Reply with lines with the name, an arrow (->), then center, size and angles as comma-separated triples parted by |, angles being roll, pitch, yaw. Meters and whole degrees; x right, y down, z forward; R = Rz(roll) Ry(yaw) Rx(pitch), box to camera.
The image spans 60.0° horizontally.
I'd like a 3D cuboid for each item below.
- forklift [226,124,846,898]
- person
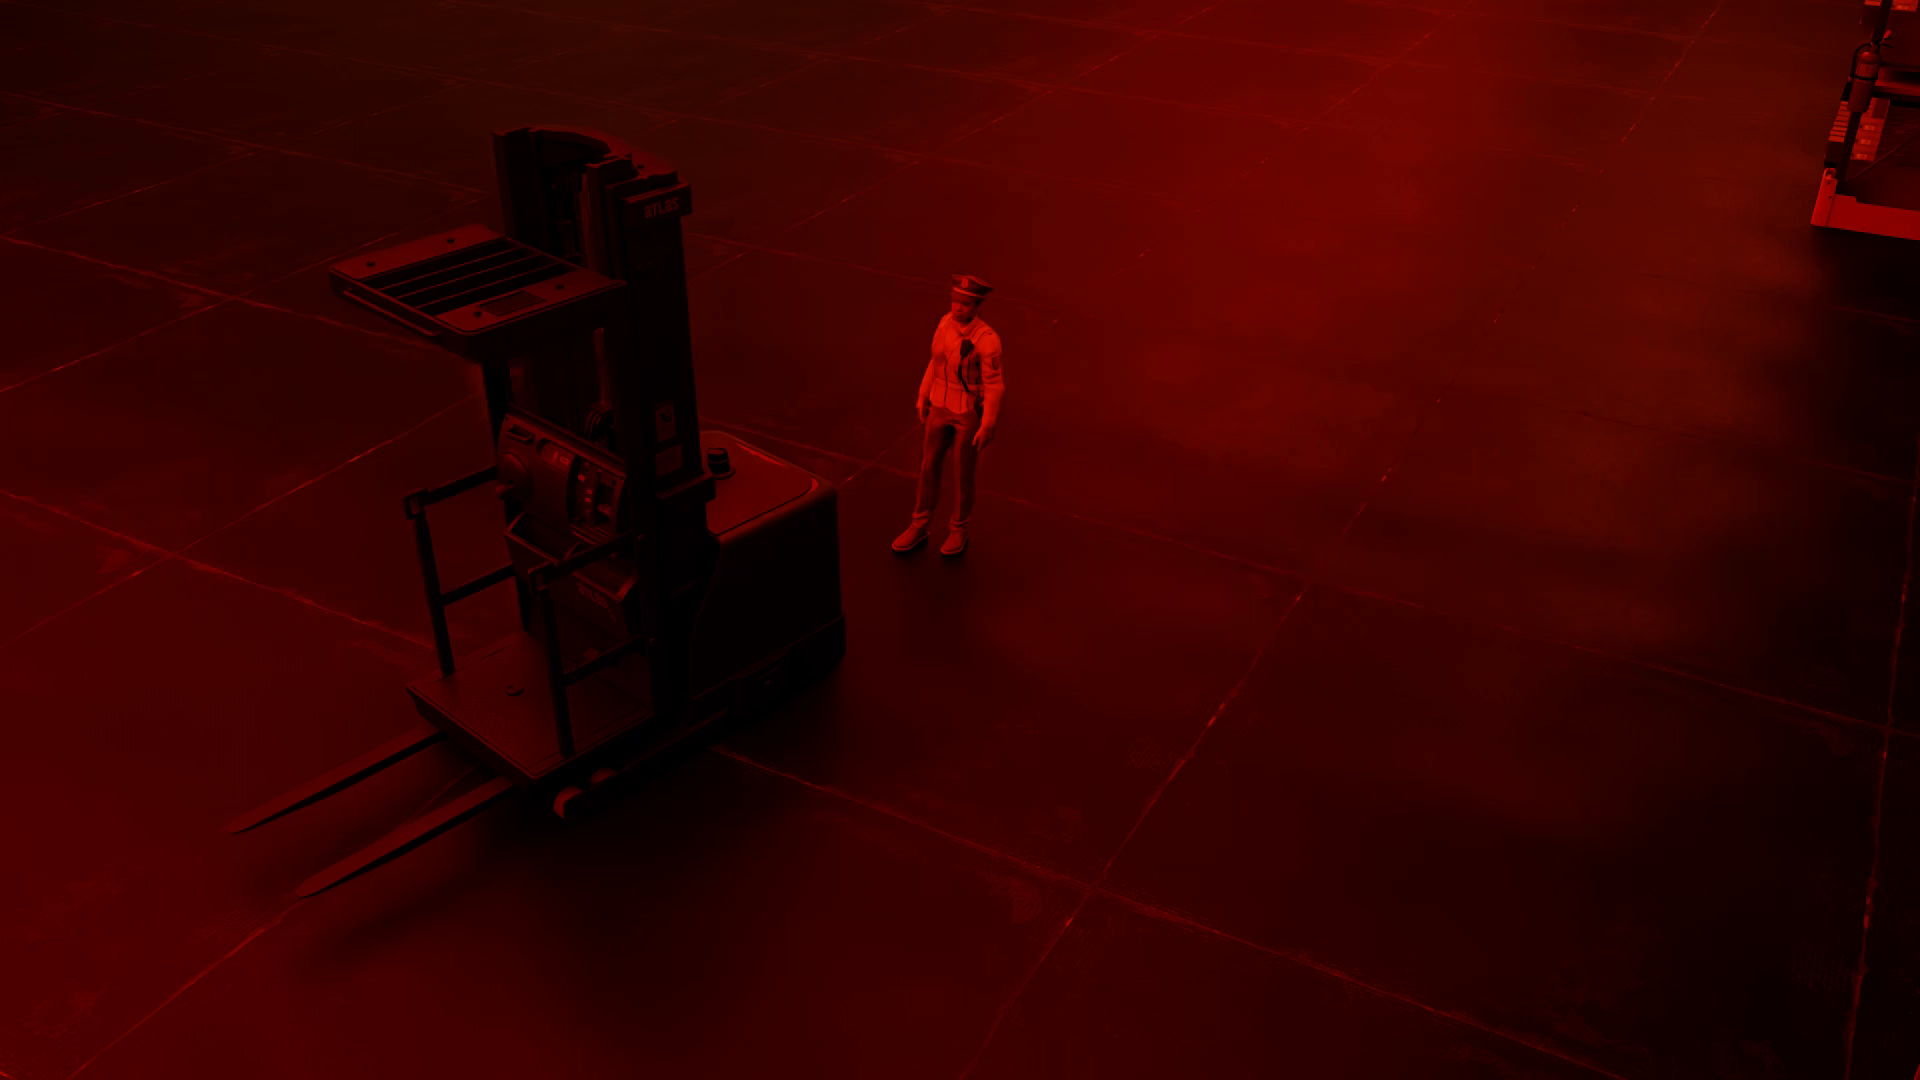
forklift -> -1.975, -0.246, 7.497 | 1.130, 2.935, 3.031 | 25, 38, 36
person -> -0.061, -0.700, 9.514 | 0.578, 1.696, 0.572 | 25, 38, 36
